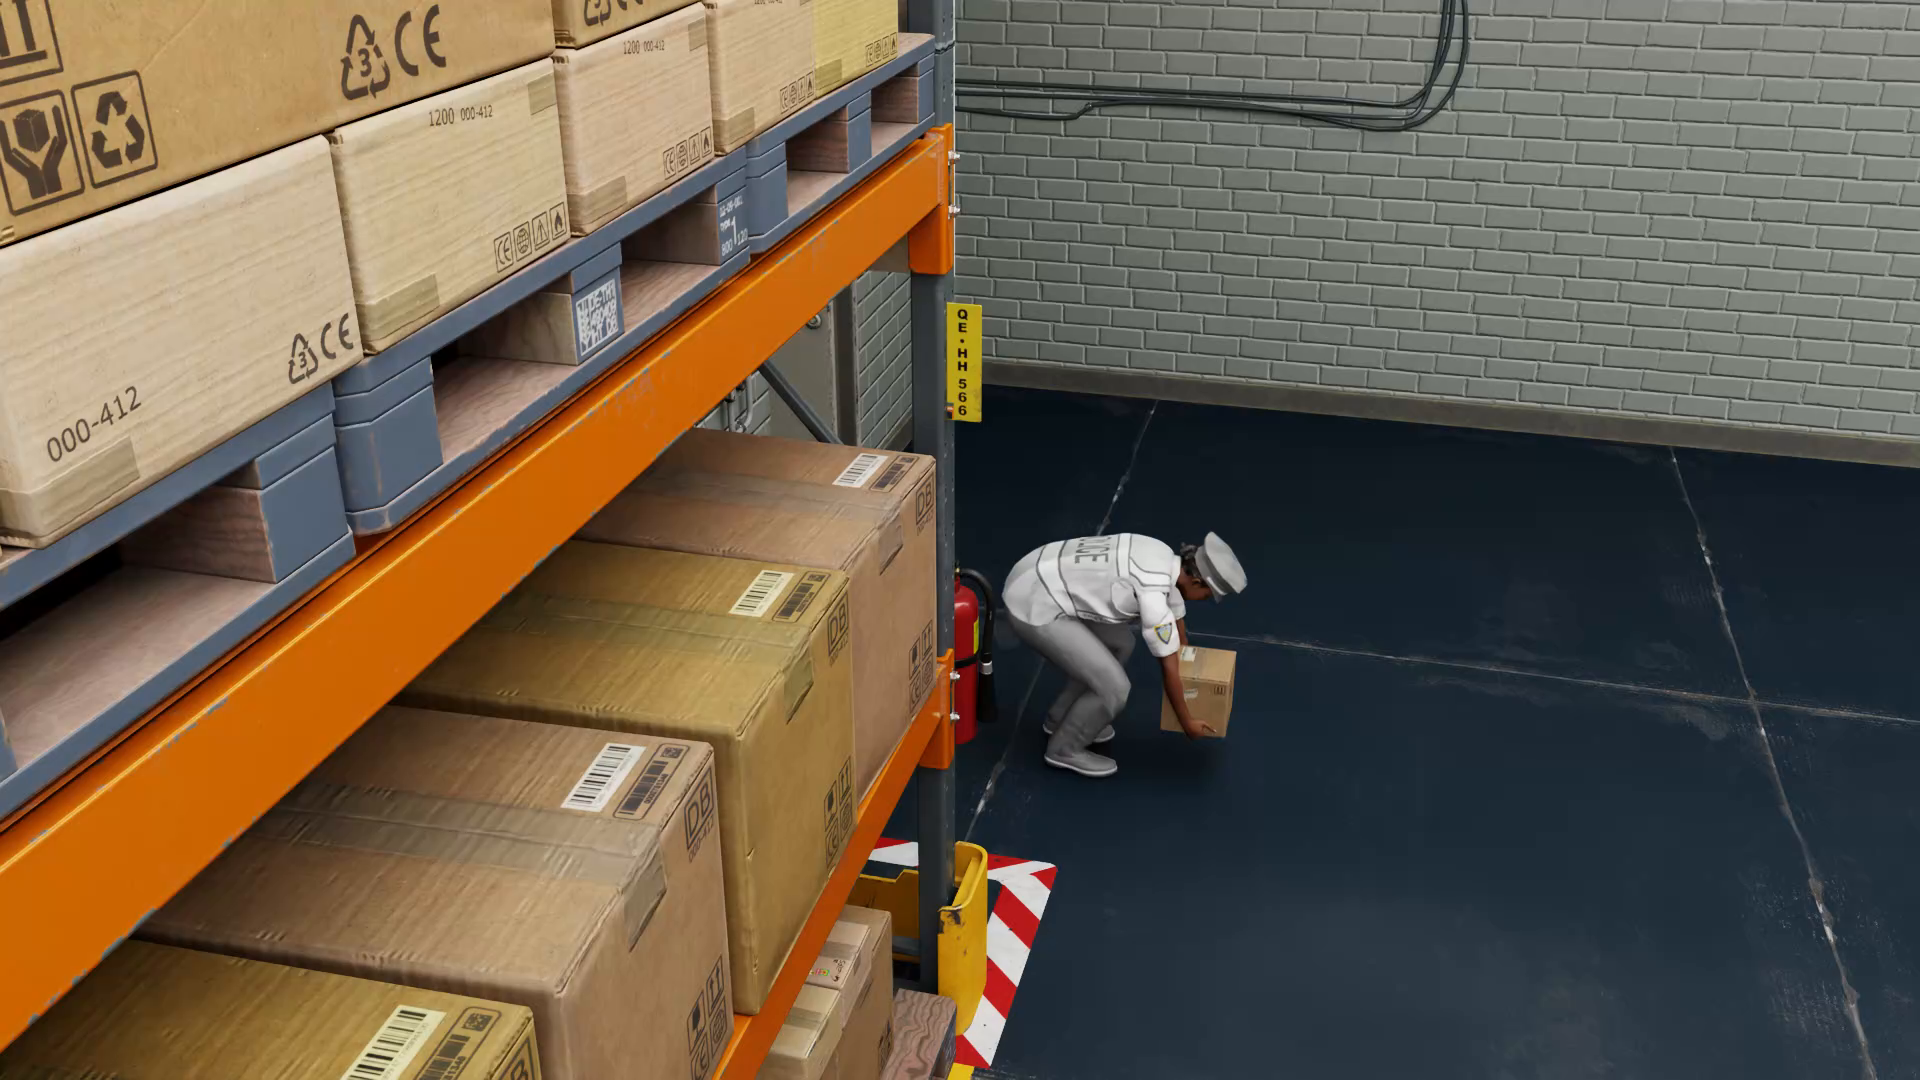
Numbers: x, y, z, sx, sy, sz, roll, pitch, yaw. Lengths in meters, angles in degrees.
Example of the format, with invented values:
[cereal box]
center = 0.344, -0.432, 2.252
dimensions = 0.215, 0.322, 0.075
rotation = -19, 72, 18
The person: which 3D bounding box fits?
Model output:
[person]
center = 3.835, 2.674, 0.797
dimensions = 9.701, 1.841, 11.130
rotation = 5, 26, 11
